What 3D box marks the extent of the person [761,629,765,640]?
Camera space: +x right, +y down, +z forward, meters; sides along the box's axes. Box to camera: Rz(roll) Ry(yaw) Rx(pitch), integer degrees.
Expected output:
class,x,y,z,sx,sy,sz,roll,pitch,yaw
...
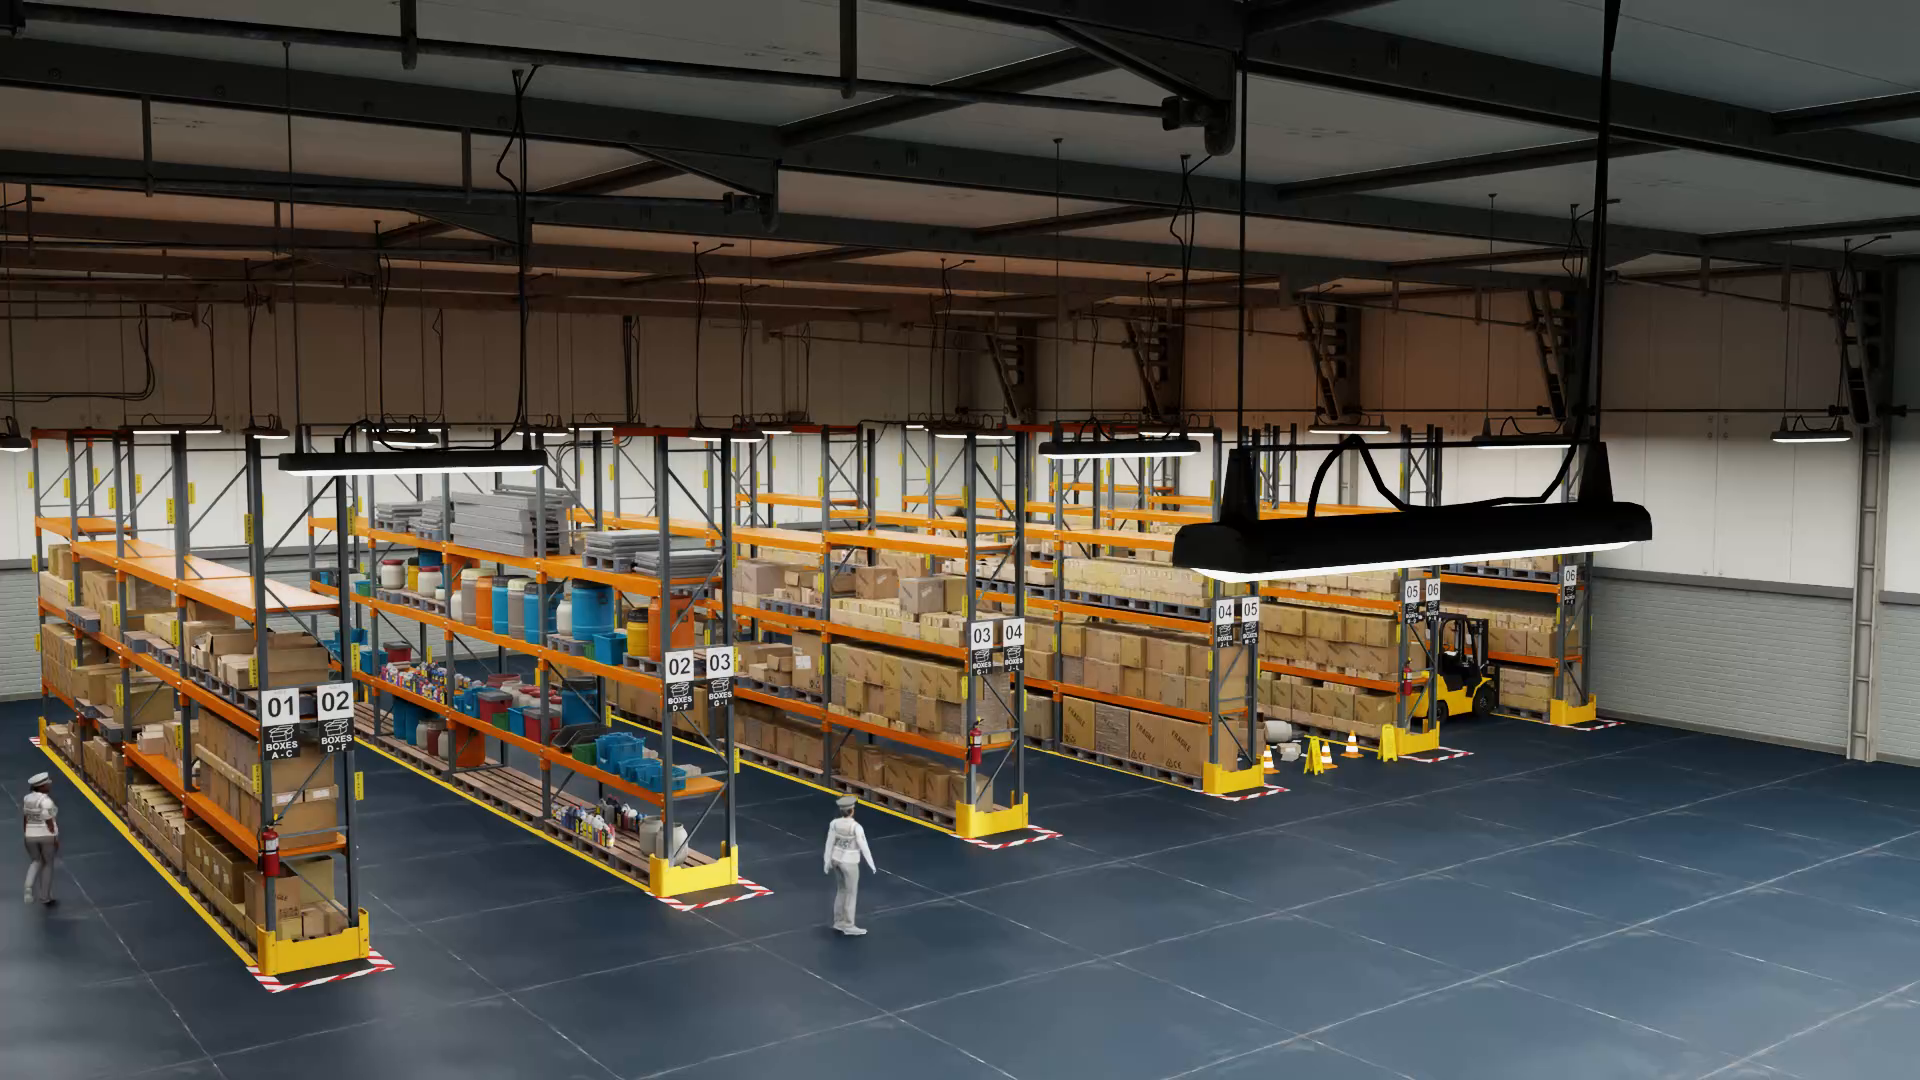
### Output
class,x,y,z,sx,sy,sz,roll,pitch,yaw
person,-5.088,2.114,43.707,0.470,1.592,0.353,-3,5,-29

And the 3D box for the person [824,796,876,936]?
class,x,y,z,sx,sy,sz,roll,pitch,yaw
person,-1.314,3.943,20.078,0.488,1.716,0.551,-4,6,-40

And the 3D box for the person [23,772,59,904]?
class,x,y,z,sx,sy,sz,roll,pitch,yaw
person,-11.753,3.808,21.248,0.451,1.680,0.446,0,4,-2
